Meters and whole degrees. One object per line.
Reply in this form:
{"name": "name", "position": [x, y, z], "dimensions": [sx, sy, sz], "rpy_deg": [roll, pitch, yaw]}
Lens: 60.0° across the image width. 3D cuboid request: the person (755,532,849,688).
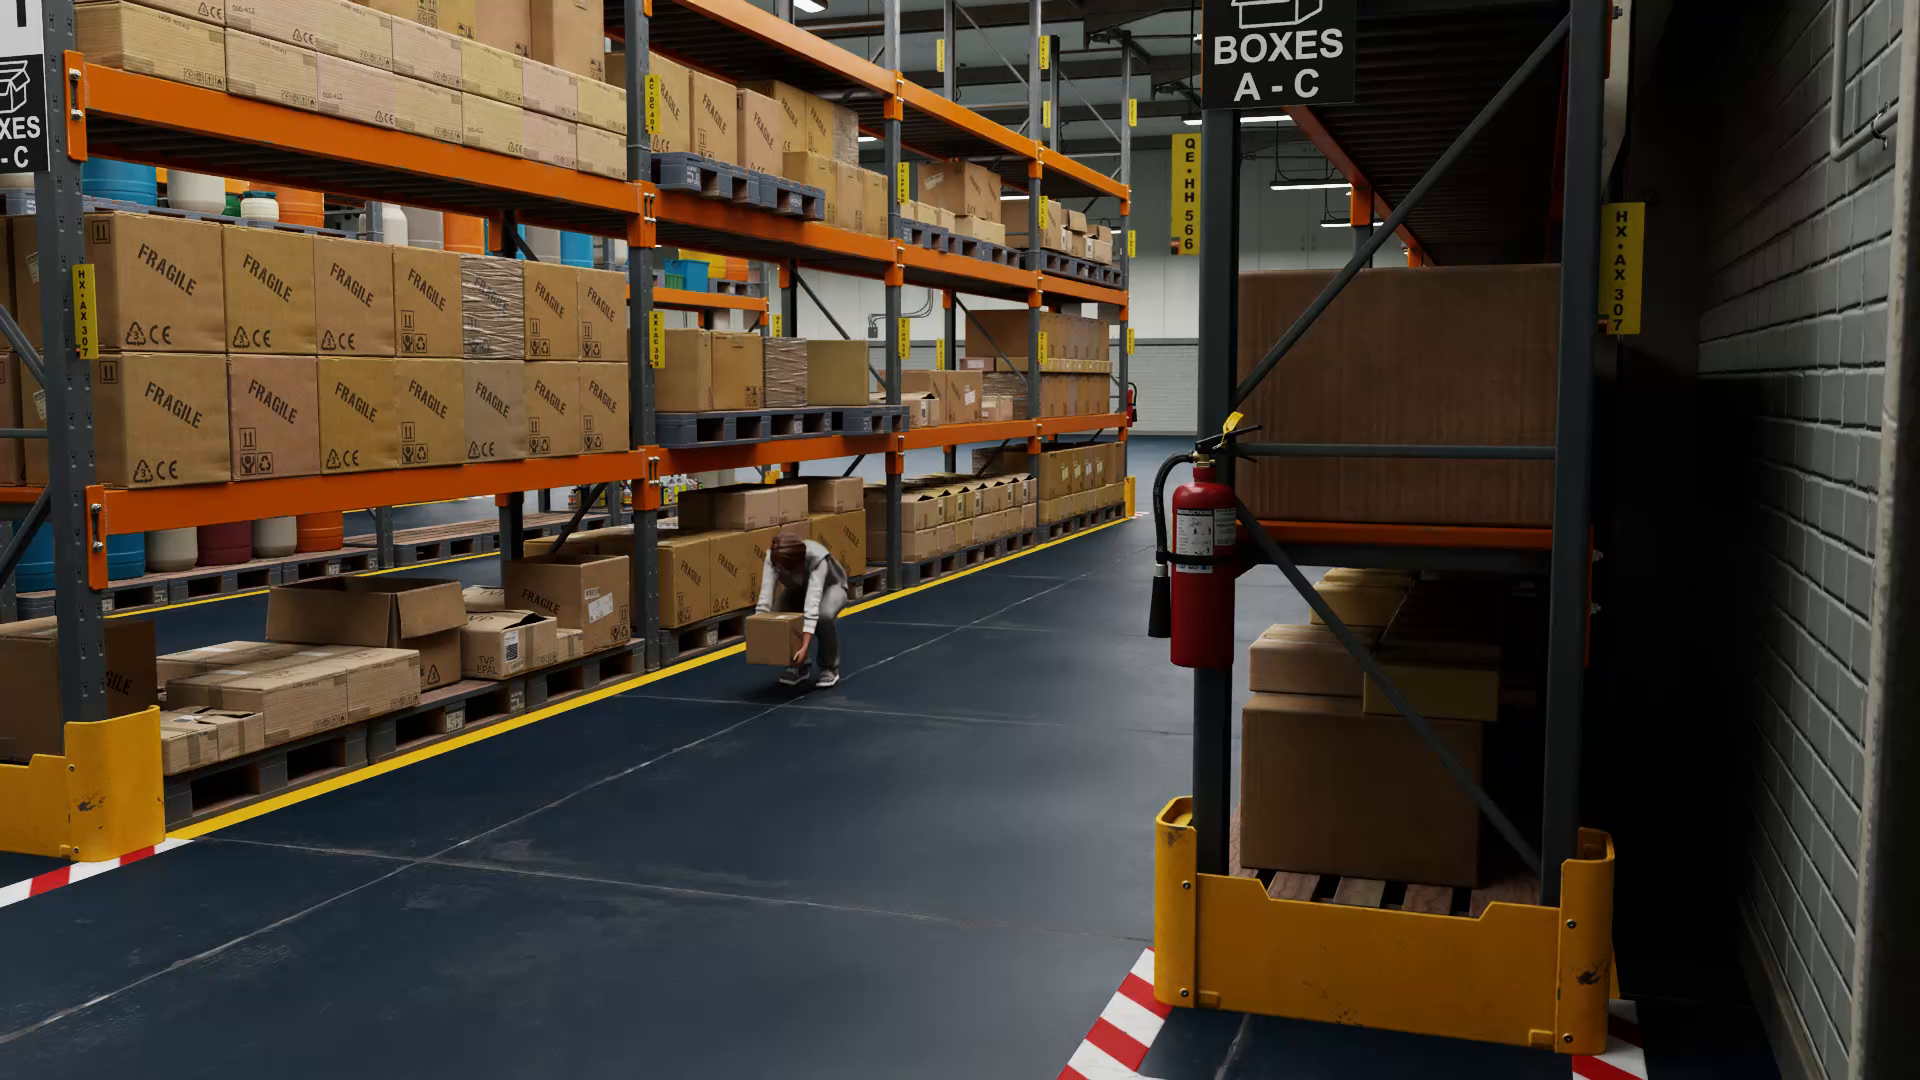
{"name": "person", "position": [-0.873, 0.380, 9.209], "dimensions": [0.419, 0.892, 0.847], "rpy_deg": [2, 6, 17]}
